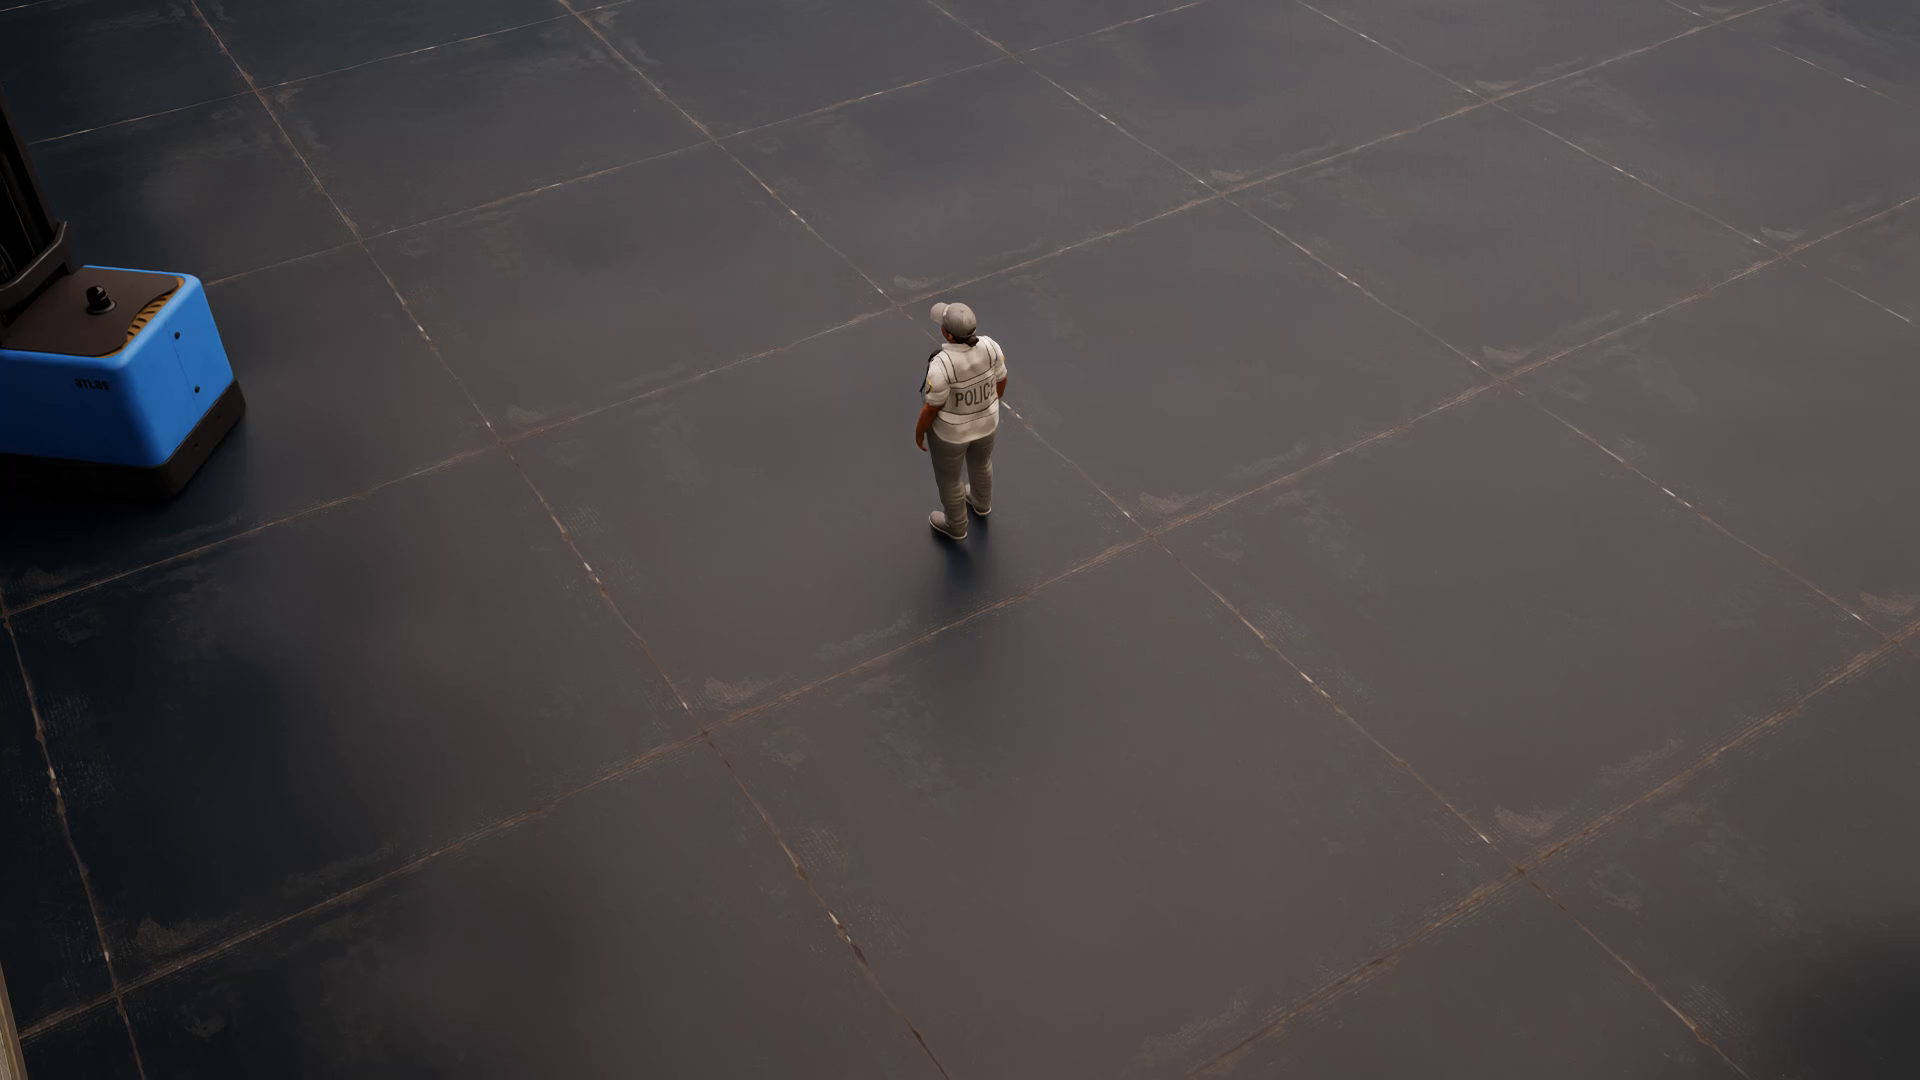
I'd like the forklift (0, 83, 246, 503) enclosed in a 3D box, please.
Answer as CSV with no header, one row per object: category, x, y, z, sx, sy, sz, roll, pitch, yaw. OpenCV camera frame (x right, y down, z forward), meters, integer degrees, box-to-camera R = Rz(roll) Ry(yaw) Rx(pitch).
forklift,-6.279,-1.784,9.913,3.031,2.935,1.130,6,41,7

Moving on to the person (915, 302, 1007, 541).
person,-0.022,-0.714,9.576,0.598,1.669,0.528,-23,46,-24
